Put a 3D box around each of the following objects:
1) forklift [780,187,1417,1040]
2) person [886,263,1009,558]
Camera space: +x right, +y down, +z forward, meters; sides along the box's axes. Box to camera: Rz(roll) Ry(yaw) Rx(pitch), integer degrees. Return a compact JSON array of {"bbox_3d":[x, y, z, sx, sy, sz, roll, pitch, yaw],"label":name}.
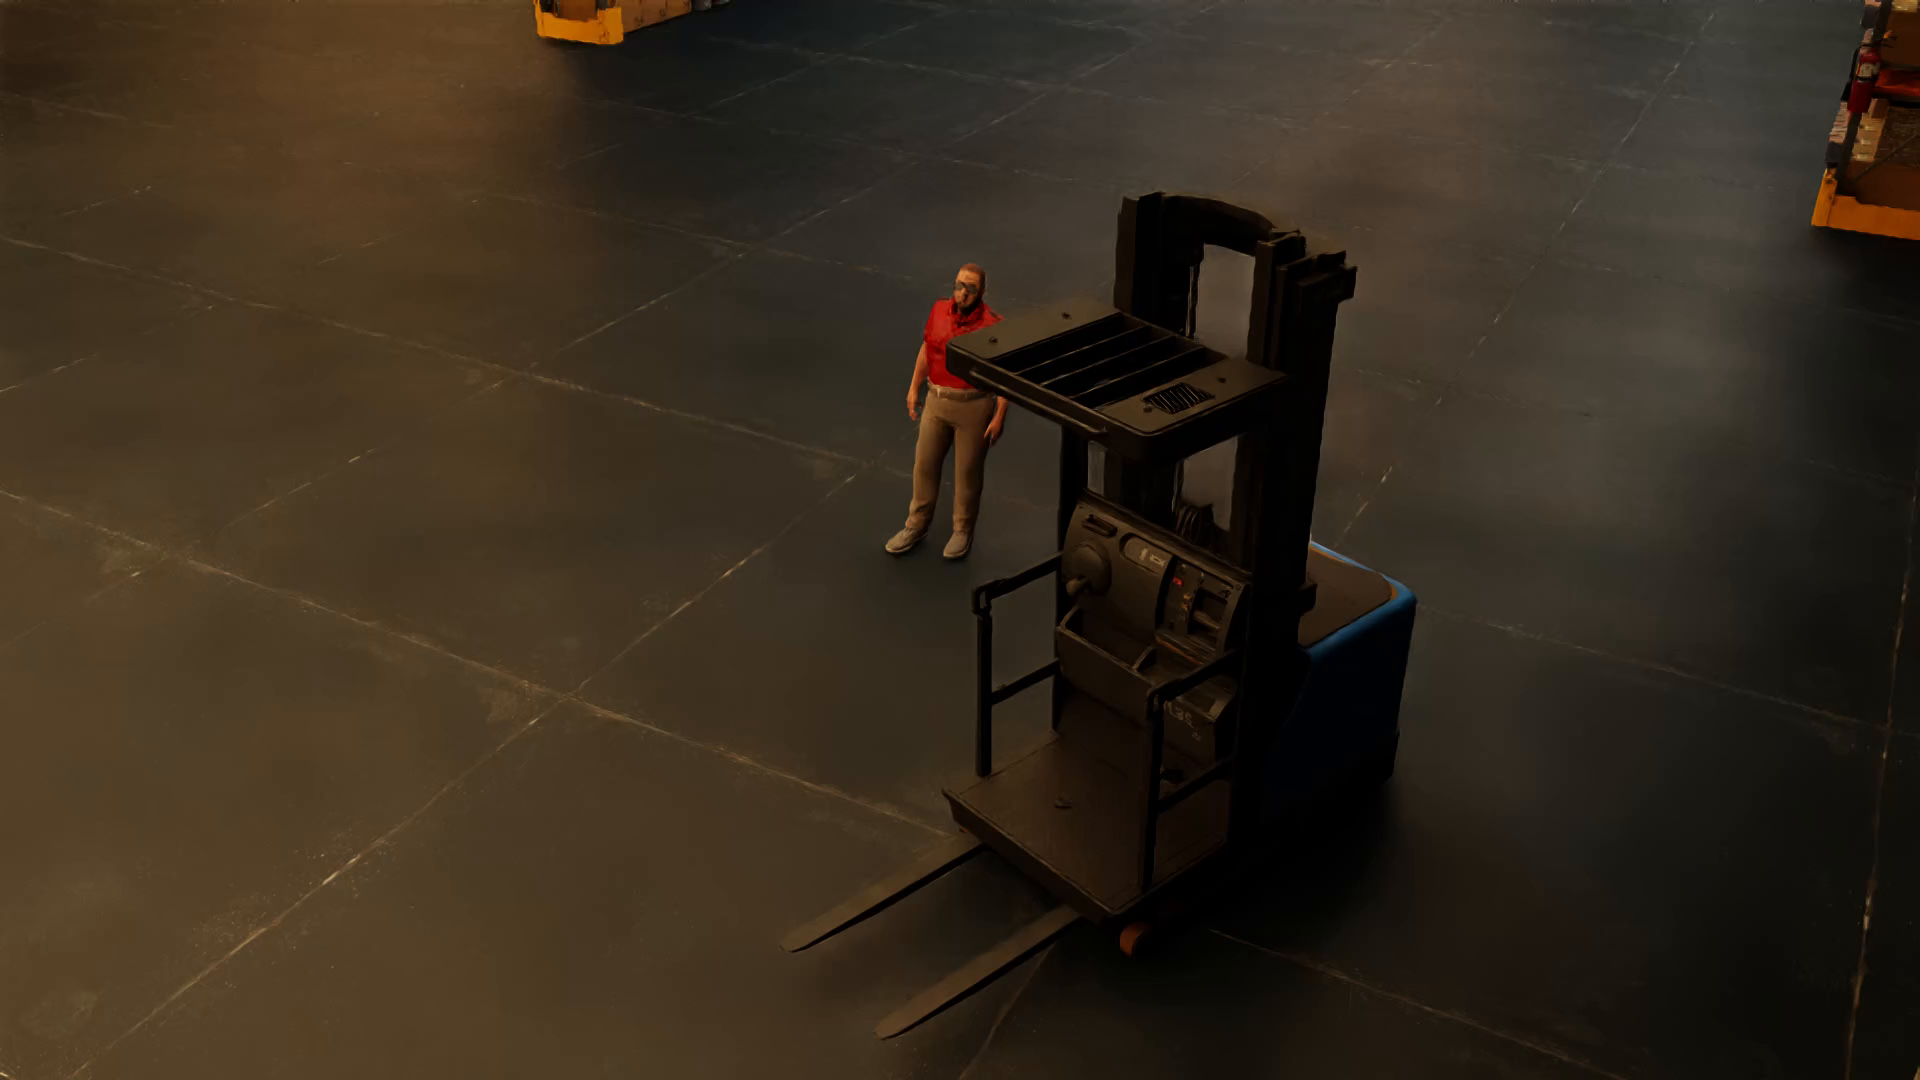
[{"bbox_3d":[0.628,0.189,6.743,3.031,2.935,1.130,-24,37,-35],"label":"forklift"},{"bbox_3d":[-0.054,-0.718,9.504,0.640,1.726,0.550,15,33,25],"label":"person"}]
